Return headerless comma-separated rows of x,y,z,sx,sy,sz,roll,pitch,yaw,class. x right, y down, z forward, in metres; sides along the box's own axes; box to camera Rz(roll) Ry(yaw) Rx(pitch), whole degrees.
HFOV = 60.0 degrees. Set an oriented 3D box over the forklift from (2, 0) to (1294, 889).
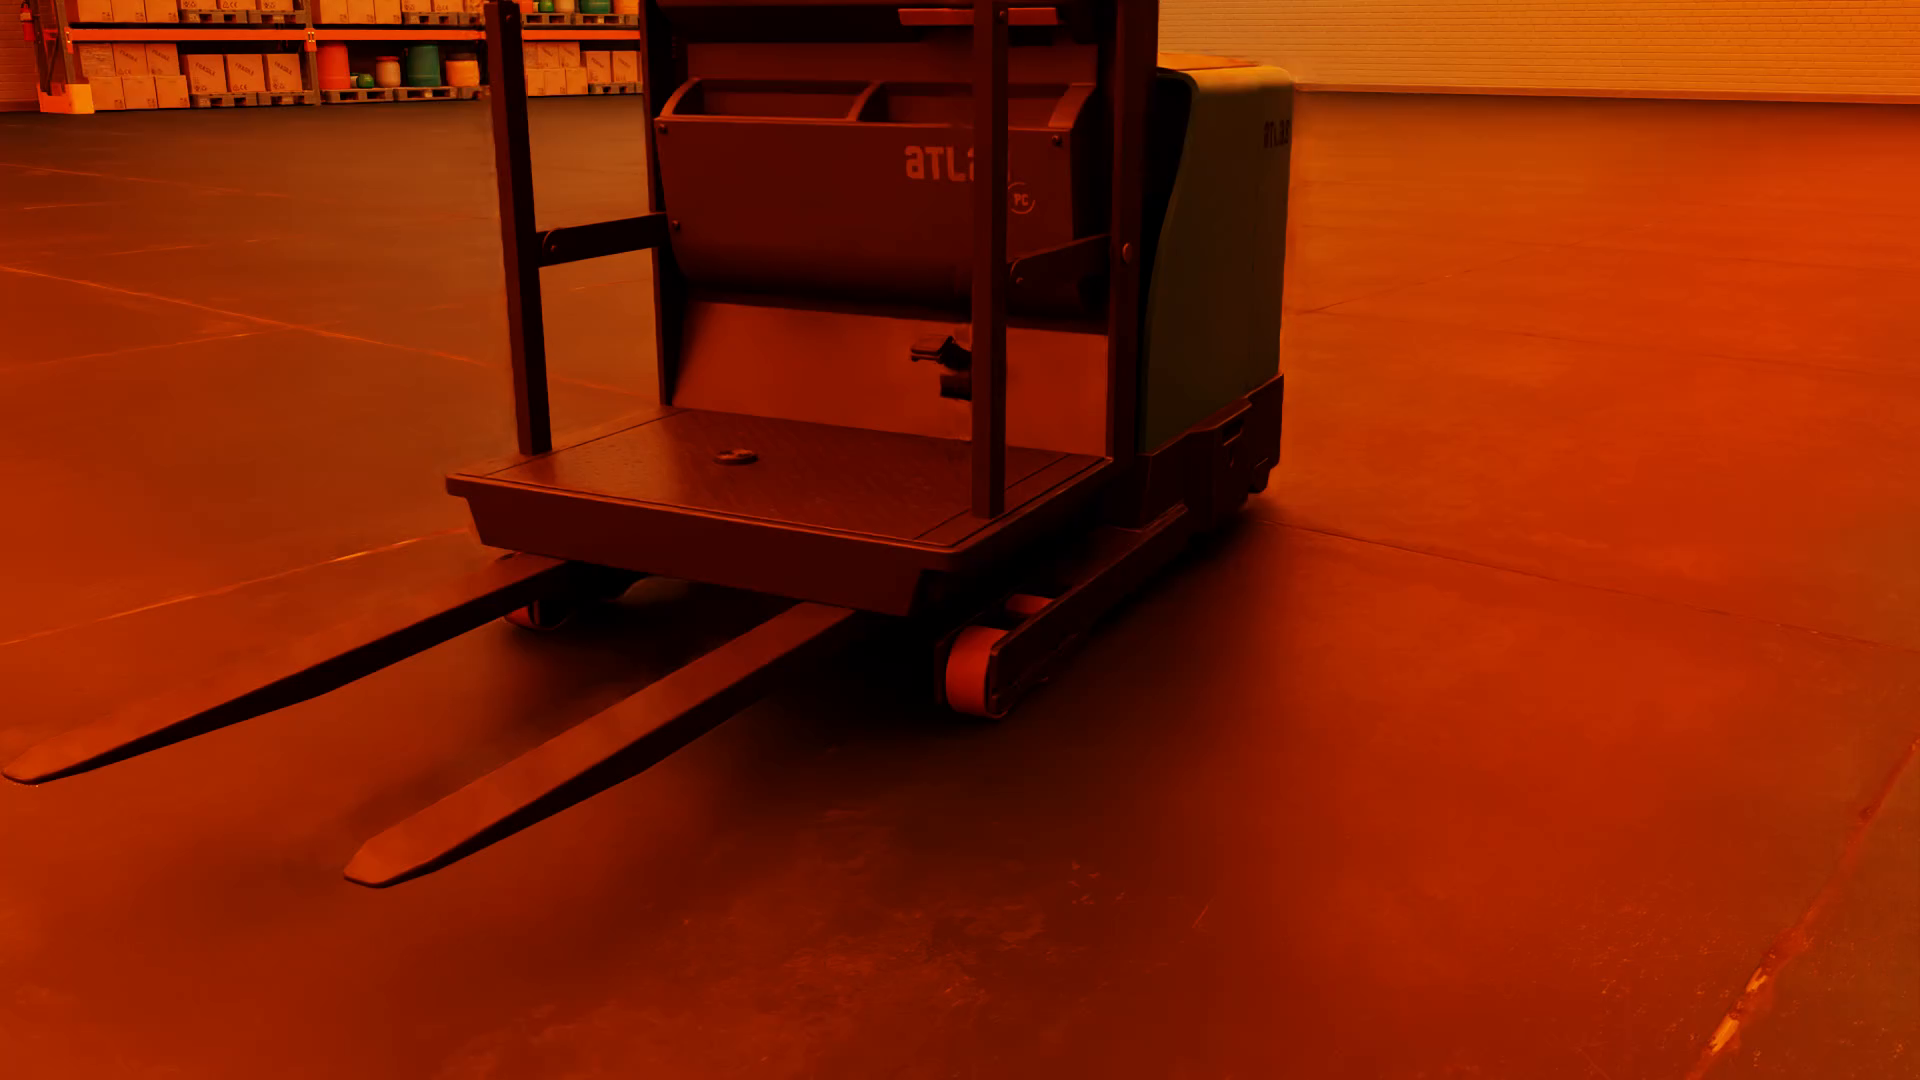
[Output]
-0.275,-1.234,2.960,1.130,2.935,3.031,8,19,26,forklift
